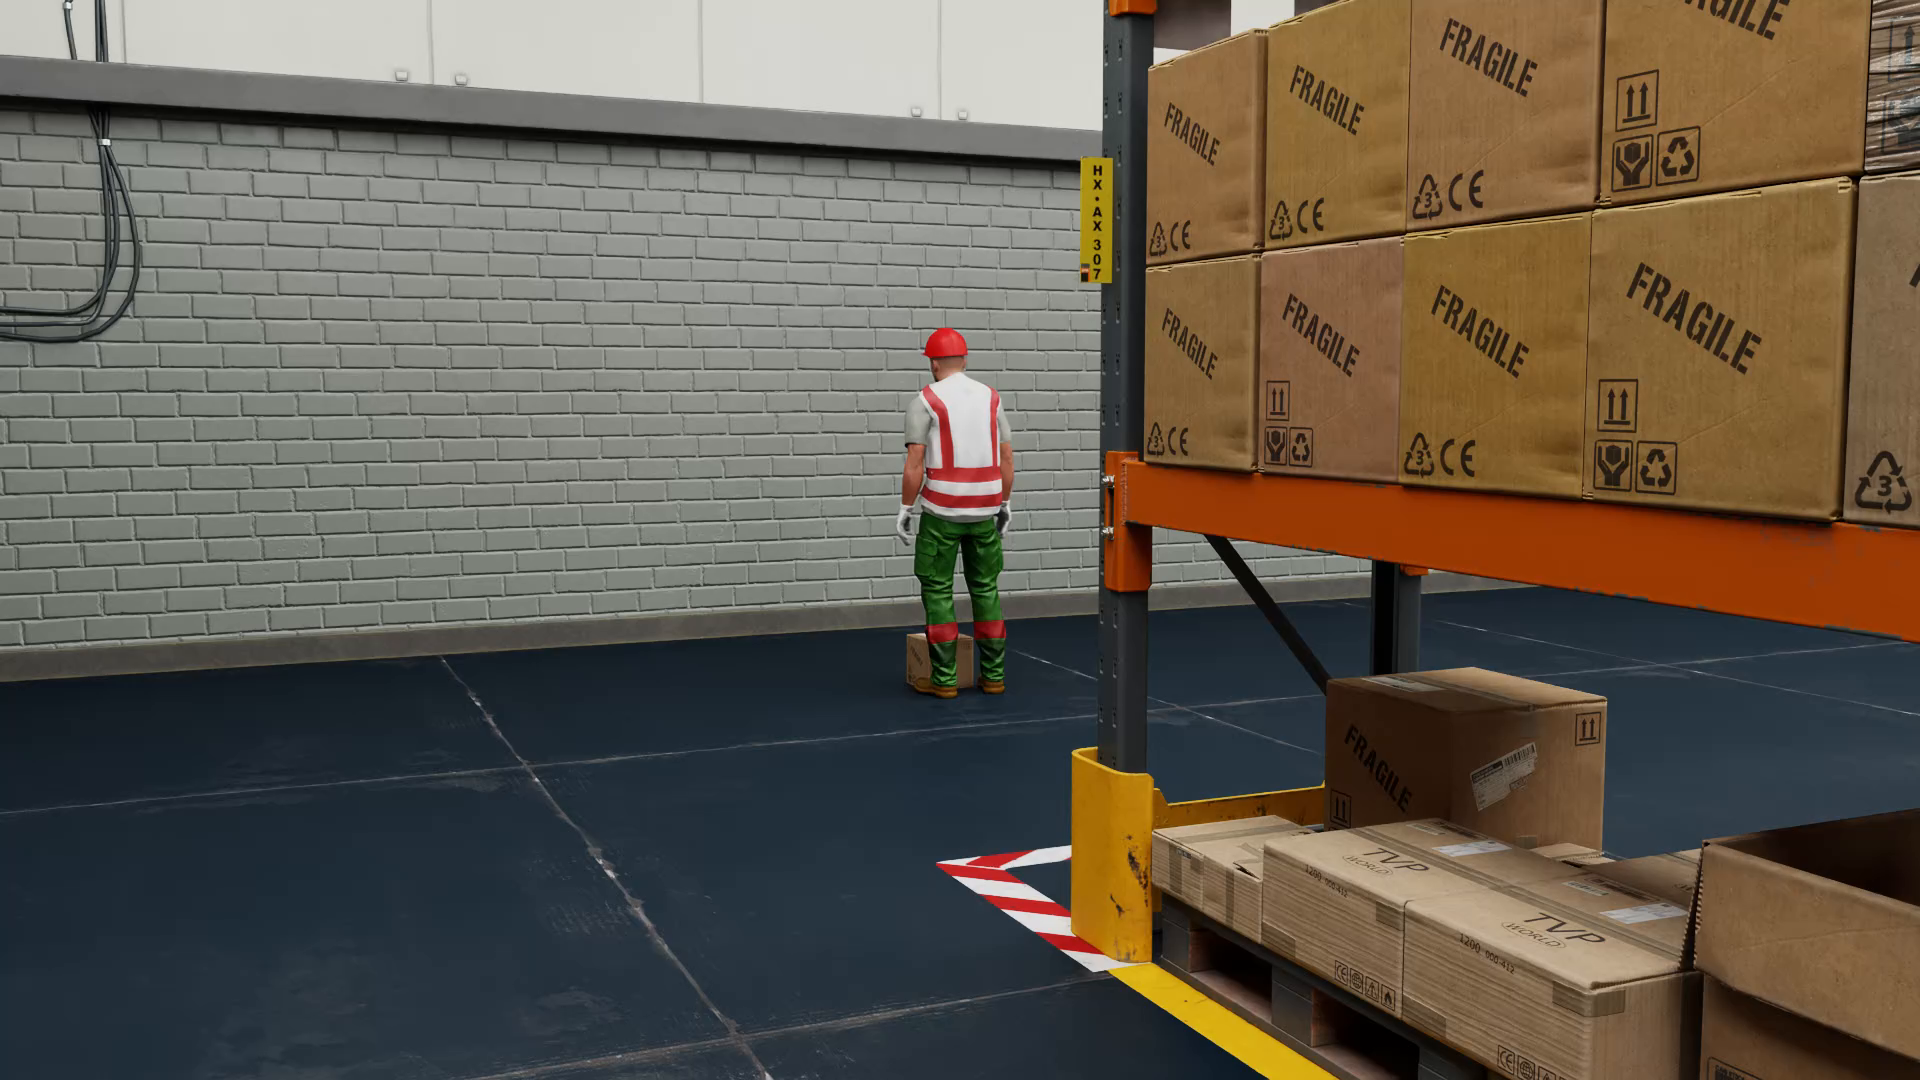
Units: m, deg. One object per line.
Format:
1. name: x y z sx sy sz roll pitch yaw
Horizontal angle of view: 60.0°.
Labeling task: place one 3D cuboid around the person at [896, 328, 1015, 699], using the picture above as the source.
1. person: -0.020 -0.135 8.072 0.621 1.779 0.453 -3 6 -25
